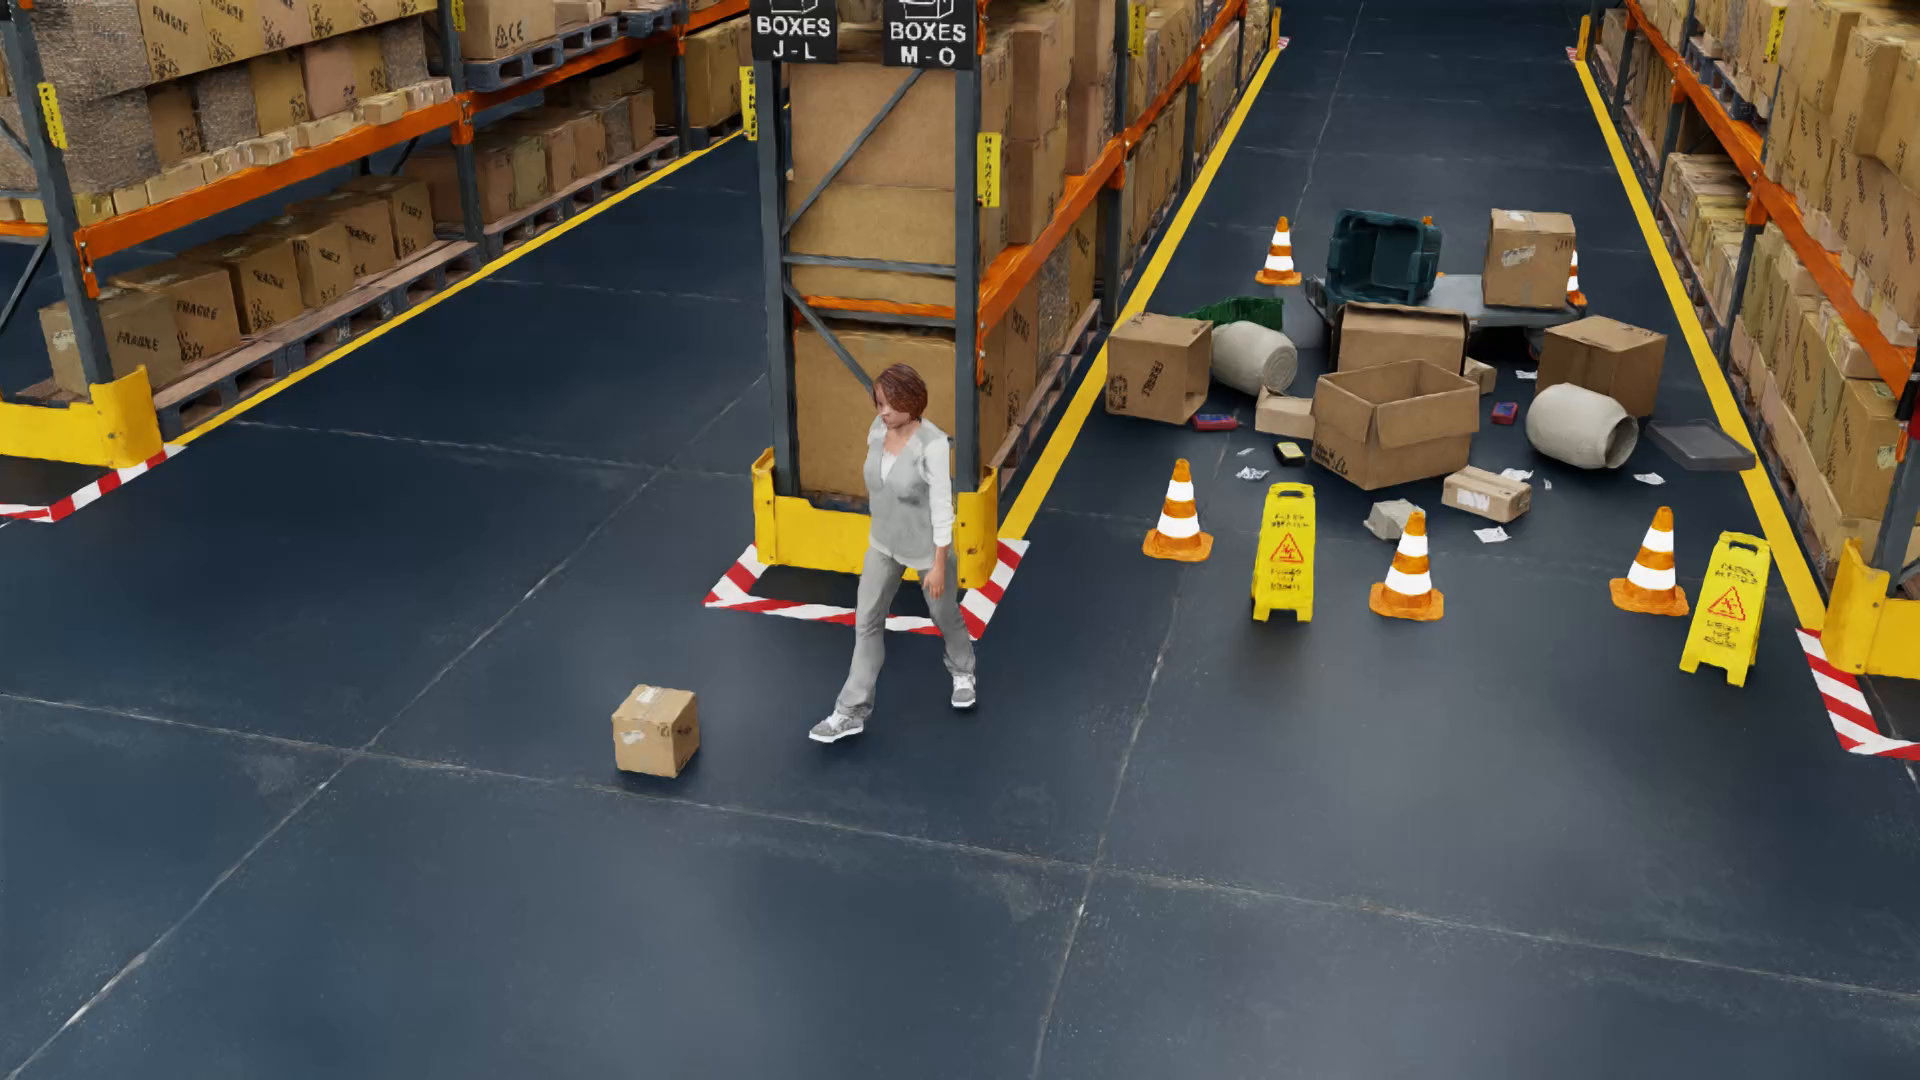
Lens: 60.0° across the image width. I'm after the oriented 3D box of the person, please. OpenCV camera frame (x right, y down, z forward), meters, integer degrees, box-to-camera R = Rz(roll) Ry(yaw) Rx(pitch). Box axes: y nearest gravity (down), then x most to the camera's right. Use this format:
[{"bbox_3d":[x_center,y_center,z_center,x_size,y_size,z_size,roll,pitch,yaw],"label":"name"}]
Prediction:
[{"bbox_3d":[-0.215,0.040,6.526,0.451,1.551,0.819,17,30,31],"label":"person"}]
